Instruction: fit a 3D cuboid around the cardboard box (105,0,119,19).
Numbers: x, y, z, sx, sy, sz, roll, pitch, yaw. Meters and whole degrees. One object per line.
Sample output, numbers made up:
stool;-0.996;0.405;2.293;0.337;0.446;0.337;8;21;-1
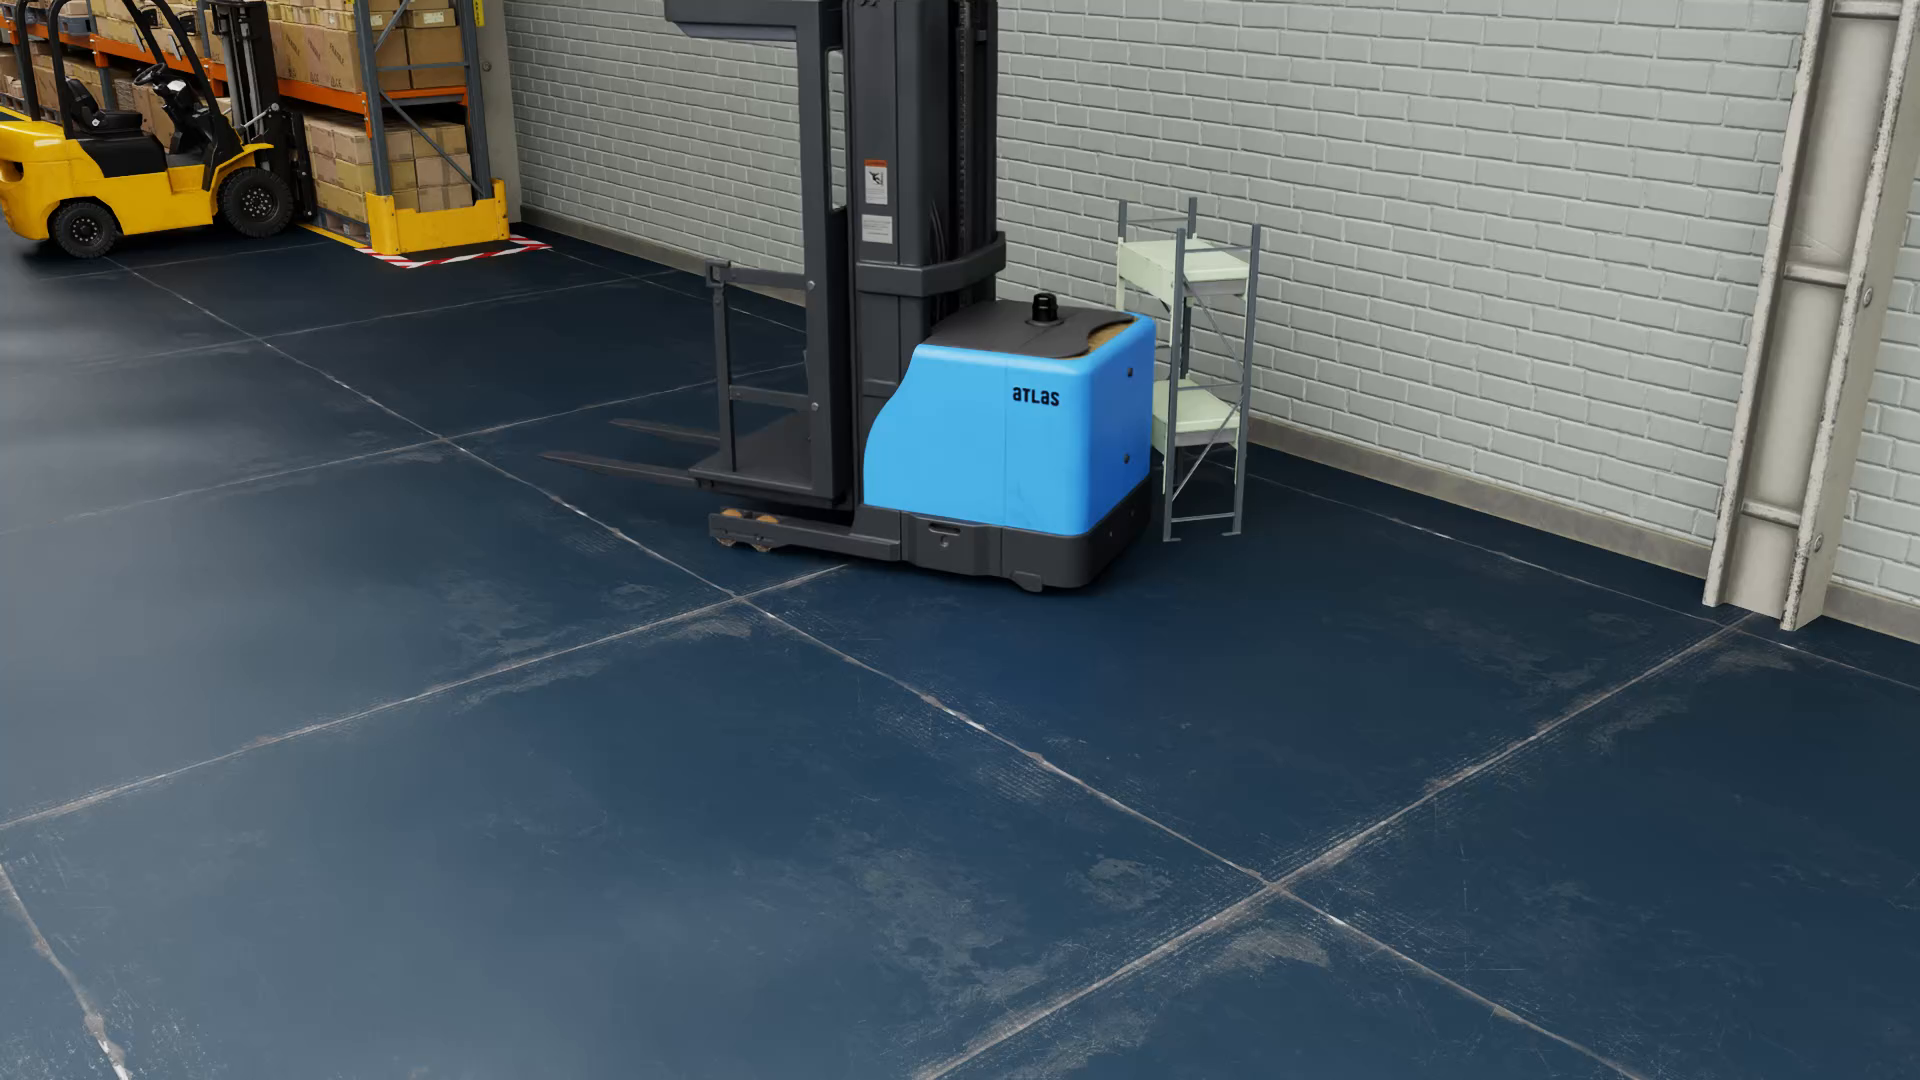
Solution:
cardboard box;-9.363;-6.064;18.874;0.500;0.250;0.500;-16;27;-36

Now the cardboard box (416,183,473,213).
cardboard box;-4.744;-3.108;15.000;0.500;0.250;0.500;-17;27;-37

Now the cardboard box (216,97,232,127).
cardboard box;-7.104;-4.288;16.642;0.500;0.250;0.500;-18;28;-38

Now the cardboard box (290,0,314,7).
cardboard box;-5.701;-4.805;14.704;0.380;0.149;0.250;-17;27;-36

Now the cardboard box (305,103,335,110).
cardboard box;-6.052;-4.127;16.231;0.500;0.250;0.500;-17;27;-37

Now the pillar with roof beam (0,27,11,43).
pillar with roof beam;-19.354;-11.159;24.135;9.100;9.000;0.400;-17;27;-37

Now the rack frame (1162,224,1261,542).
rack frame;1.164;-0.710;7.740;0.400;1.500;0.023;-6;22;-14

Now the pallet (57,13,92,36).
pallet;-10.289;-6.302;20.224;1.213;0.211;1.003;-17;27;-37

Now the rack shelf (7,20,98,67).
rack shelf;-11.099;-6.438;21.295;1.077;0.370;4.000;-17;27;-37

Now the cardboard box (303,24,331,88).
cardboard box;-5.423;-4.276;14.651;0.500;0.500;0.500;-16;27;-36

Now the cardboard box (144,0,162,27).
cardboard box;-8.367;-5.636;17.781;0.500;0.250;0.500;-17;27;-36

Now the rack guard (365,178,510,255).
rack guard;-4.555;-2.840;14.549;1.175;0.500;0.348;-17;27;-37

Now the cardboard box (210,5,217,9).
cardboard box;-7.173;-5.313;16.410;0.380;0.149;0.250;-18;28;-38

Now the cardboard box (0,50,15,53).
cardboard box;-13.890;-6.856;24.226;0.500;0.500;0.500;-17;27;-36

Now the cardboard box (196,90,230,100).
cardboard box;-8.032;-4.563;18.201;0.875;0.625;0.625;-18;28;-38

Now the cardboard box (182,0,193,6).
cardboard box;-7.755;-5.573;17.072;0.380;0.149;0.250;-18;28;-38

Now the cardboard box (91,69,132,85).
cardboard box;-10.307;-5.630;20.209;0.380;0.149;0.250;-19;28;-40

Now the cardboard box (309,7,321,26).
cardboard box;-5.475;-4.609;14.612;0.380;0.149;0.250;-18;27;-38

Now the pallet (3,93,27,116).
pallet;-12.852;-6.217;23.568;1.003;0.211;1.213;-17;27;-37

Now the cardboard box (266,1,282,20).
cardboard box;-6.179;-4.881;15.308;0.380;0.149;0.250;-18;28;-38

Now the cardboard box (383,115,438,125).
cardboard box;-5.070;-3.706;15.157;0.500;0.250;0.500;-17;27;-37

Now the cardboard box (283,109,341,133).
cardboard box;-6.108;-3.863;15.556;0.500;0.250;0.500;-18;28;-38

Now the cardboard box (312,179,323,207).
cardboard box;-5.754;-3.260;15.389;0.500;0.250;0.500;-17;27;-37

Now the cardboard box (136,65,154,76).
cardboard box;-10.050;-5.852;20.775;0.380;0.149;0.250;-16;27;-36

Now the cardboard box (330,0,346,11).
cardboard box;-5.149;-4.607;14.199;0.380;0.149;0.250;-17;27;-37

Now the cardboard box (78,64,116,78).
cardboard box;-10.785;-5.865;20.809;0.380;0.149;0.250;-16;27;-36

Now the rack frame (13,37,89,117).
rack frame;-12.404;-7.326;22.575;1.000;3.000;0.127;-17;27;-37

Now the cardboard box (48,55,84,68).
cardboard box;-11.767;-6.298;21.913;0.380;0.149;0.250;-18;28;-38

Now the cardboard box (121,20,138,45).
cardboard box;-9.022;-5.689;18.602;0.500;0.250;0.500;-19;28;-39

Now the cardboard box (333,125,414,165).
cardboard box;-5.108;-3.444;14.488;0.500;0.250;0.500;-16;27;-36

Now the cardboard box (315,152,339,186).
cardboard box;-5.445;-3.360;14.957;0.500;0.250;0.500;-18;28;-38

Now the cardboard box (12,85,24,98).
cardboard box;-12.990;-6.278;23.233;0.380;0.149;0.250;-18;28;-39

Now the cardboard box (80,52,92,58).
cardboard box;-11.605;-6.490;22.403;0.380;0.149;0.250;-17;27;-37

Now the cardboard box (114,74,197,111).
cardboard box;-9.396;-5.135;19.661;0.875;0.625;0.625;-16;27;-36

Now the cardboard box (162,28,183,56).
cardboard box;-8.042;-5.260;17.507;0.500;0.250;0.500;-18;27;-38

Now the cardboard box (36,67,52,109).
cardboard box;-11.904;-6.025;22.106;0.500;0.500;0.500;-18;28;-38

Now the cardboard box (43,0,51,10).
cardboard box;-10.999;-6.871;20.697;0.797;0.503;0.637;-18;28;-39

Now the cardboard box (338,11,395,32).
cardboard box;-5.010;-4.388;14.048;0.380;0.149;0.250;-17;27;-37

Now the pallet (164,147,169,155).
pallet;-8.493;-4.349;18.797;1.003;0.211;1.213;-17;27;-37

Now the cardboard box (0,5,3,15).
cardboard box;-12.990;-7.304;22.863;0.380;0.149;0.250;-17;27;-36

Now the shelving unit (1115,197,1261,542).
shelving unit;1.066;-0.839;8.069;0.431;1.500;0.755;-6;22;-14

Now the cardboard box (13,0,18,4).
cardboard box;-11.920;-7.238;21.637;0.700;0.500;0.500;-17;27;-37

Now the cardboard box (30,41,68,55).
cardboard box;-12.166;-6.575;22.213;0.380;0.149;0.250;-19;28;-40

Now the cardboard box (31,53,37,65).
cardboard box;-12.372;-6.497;22.421;0.380;0.149;0.250;-16;26;-35

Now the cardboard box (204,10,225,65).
cardboard box;-7.090;-4.977;16.442;0.500;0.500;0.500;-18;28;-39

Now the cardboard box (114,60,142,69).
cardboard box;-10.588;-6.060;21.305;0.380;0.149;0.250;-18;28;-39

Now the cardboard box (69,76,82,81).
cardboard box;-10.894;-5.603;21.027;0.500;0.500;0.500;-16;27;-35

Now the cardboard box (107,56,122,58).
cardboard box;-11.068;-6.279;21.864;0.380;0.149;0.250;-17;27;-37

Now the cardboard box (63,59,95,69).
cardboard box;-11.273;-6.083;21.365;0.380;0.149;0.250;-17;27;-37

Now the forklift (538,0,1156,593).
forklift;-0.639;-1.476;7.734;3.031;2.935;1.130;9;23;23

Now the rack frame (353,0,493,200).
rack frame;-4.571;-4.010;14.110;1.000;3.000;0.127;-17;27;-37
